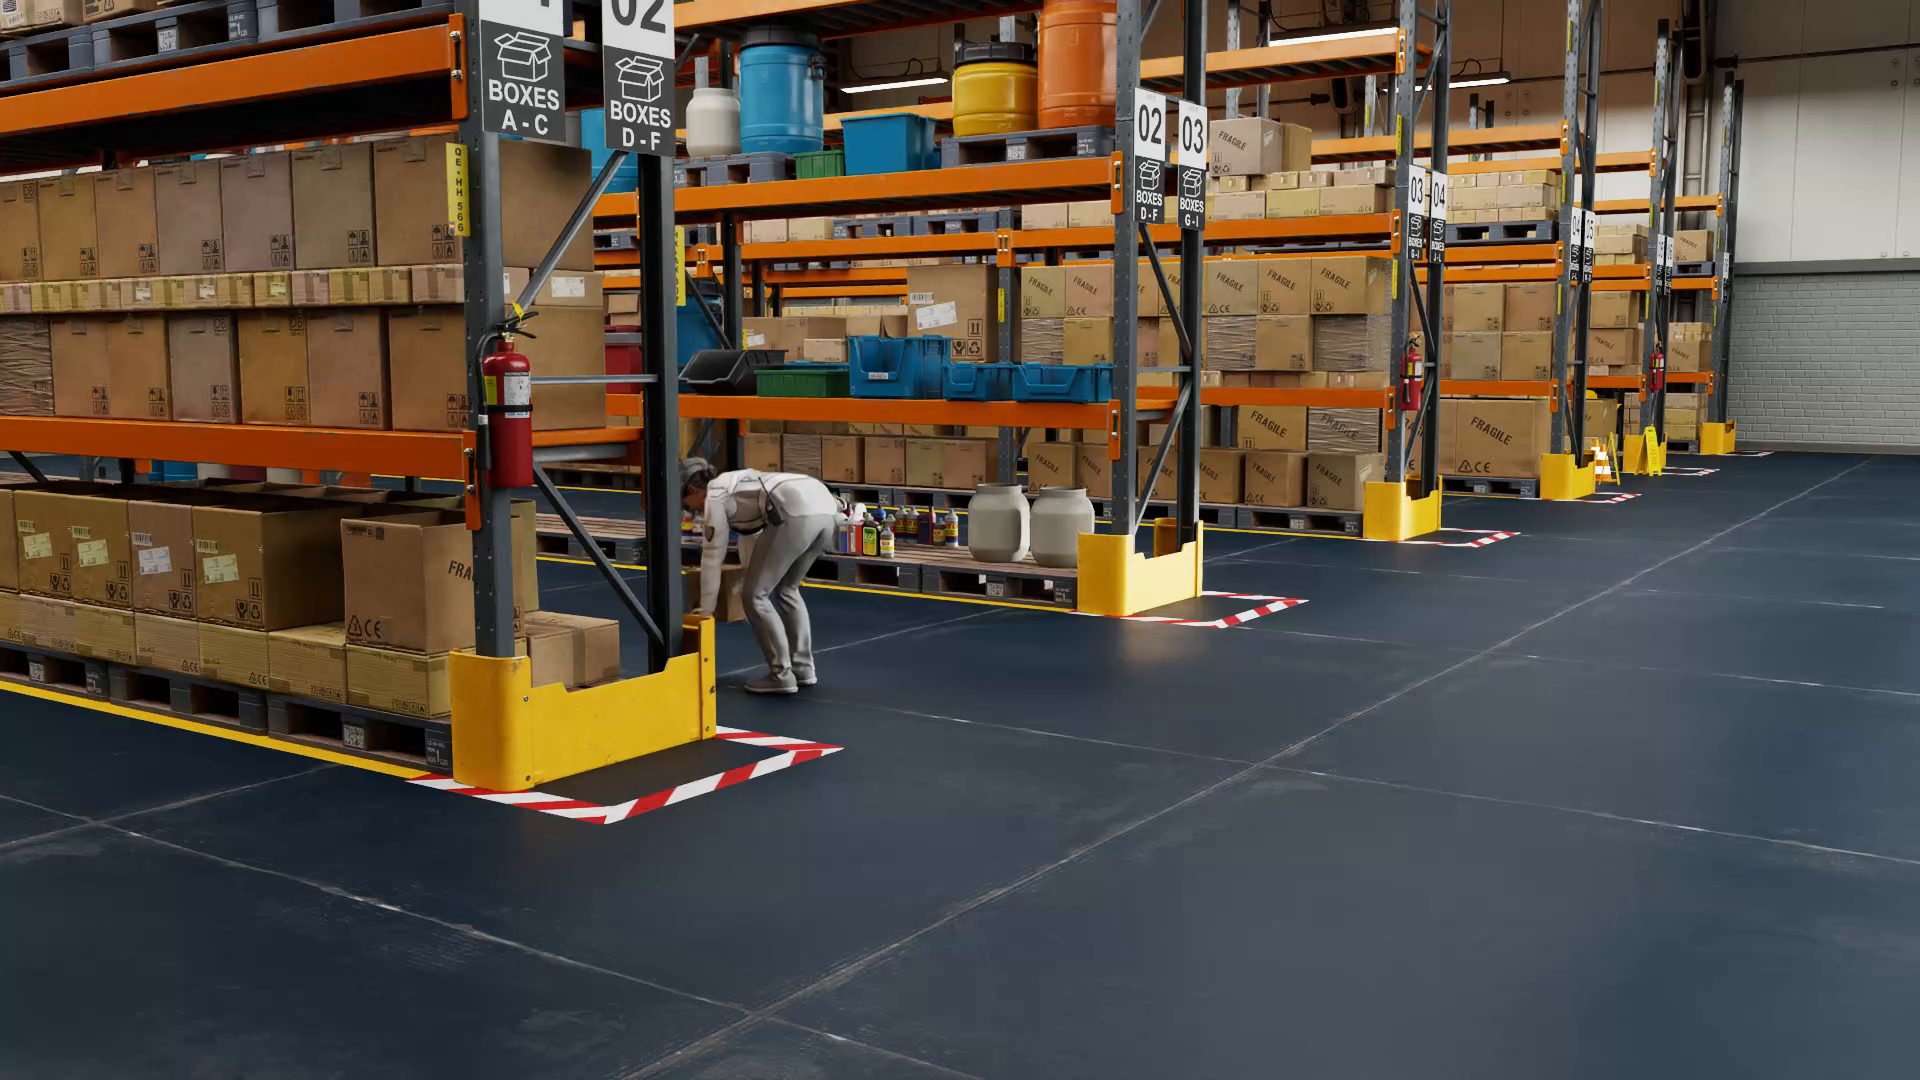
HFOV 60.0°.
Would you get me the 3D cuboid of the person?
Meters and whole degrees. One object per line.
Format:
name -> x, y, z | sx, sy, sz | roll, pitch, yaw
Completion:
person -> -1.029, 0.160, 8.088 | 0.926, 1.108, 0.408 | 4, 7, 29
